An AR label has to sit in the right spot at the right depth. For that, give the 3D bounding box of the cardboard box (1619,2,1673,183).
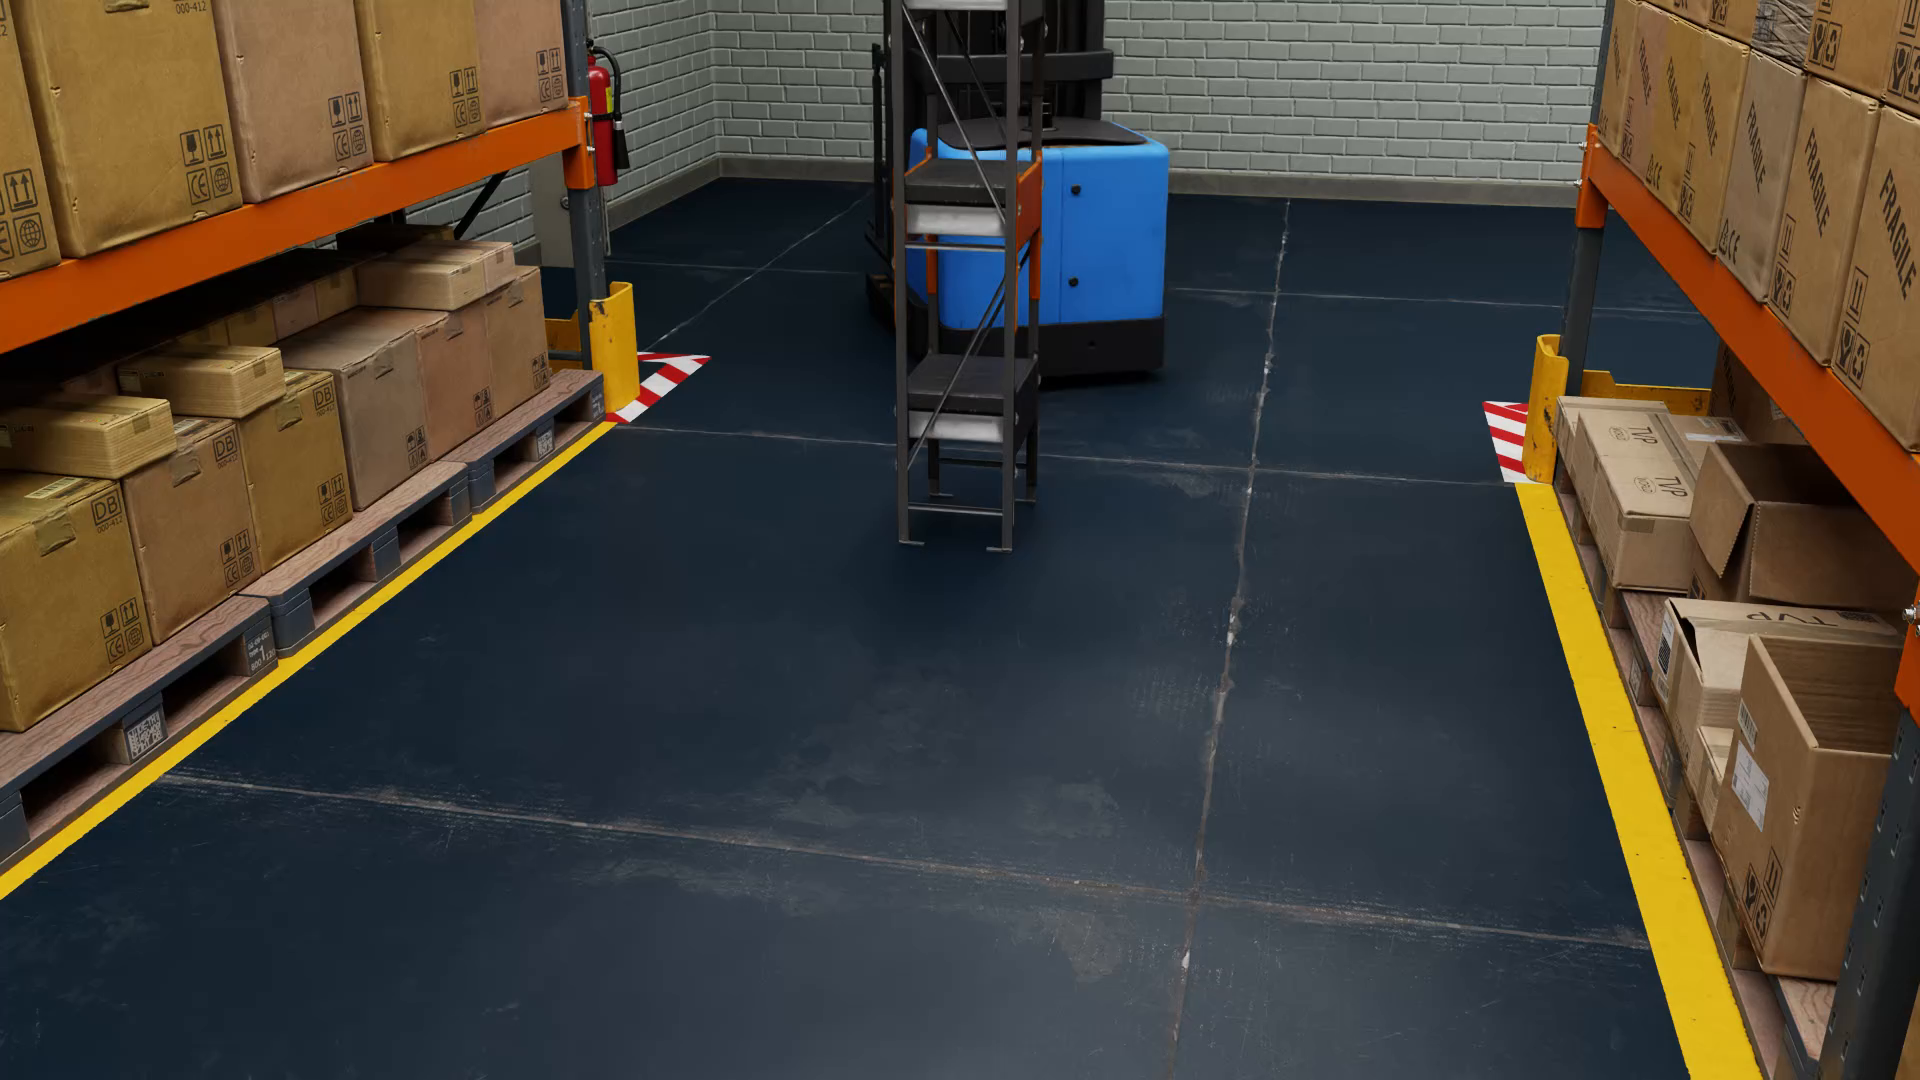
[{"bbox_3d":[2.364,-1.373,5.113,0.500,0.500,0.500,4,22,10],"label":"cardboard box"}]

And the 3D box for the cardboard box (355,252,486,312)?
[{"bbox_3d":[-1.981,-0.952,6.118,0.380,0.149,0.250,5,22,12],"label":"cardboard box"}]

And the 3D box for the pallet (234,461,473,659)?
[{"bbox_3d":[-2.375,0.003,5.564,1.003,0.211,1.213,4,22,11],"label":"pallet"}]

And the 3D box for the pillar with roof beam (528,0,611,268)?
[{"bbox_3d":[1.881,-5.542,7.568,9.100,9.000,0.400,4,22,11],"label":"pillar with roof beam"}]

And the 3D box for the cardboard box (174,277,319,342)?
[{"bbox_3d":[-2.458,-0.797,5.734,0.380,0.149,0.250,5,22,12],"label":"cardboard box"}]

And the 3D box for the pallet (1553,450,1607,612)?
[{"bbox_3d":[2.636,-0.044,5.682,1.003,0.211,1.213,4,22,11],"label":"pallet"}]

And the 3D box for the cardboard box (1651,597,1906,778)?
[{"bbox_3d":[1.988,0.344,3.994,0.500,0.311,0.500,4,22,11],"label":"cardboard box"}]

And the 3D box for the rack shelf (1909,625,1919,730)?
[{"bbox_3d":[1.589,0.870,0.640,1.077,0.370,4.000,4,22,11],"label":"rack shelf"}]

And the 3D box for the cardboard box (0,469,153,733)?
[{"bbox_3d":[-2.601,0.128,4.304,0.700,0.500,0.500,5,22,12],"label":"cardboard box"}]

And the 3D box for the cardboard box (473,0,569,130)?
[{"bbox_3d":[-2.132,-1.986,6.367,0.980,0.700,0.700,5,23,13],"label":"cardboard box"}]

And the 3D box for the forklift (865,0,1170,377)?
[{"bbox_3d":[0.113,-2.583,8.344,1.130,2.935,3.031,-5,22,-12],"label":"forklift"}]

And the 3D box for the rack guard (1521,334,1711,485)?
[{"bbox_3d":[2.797,-0.470,6.352,1.175,0.500,0.348,4,22,11],"label":"rack guard"}]

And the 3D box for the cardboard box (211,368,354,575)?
[{"bbox_3d":[-2.388,-0.243,5.225,0.700,0.500,0.500,5,22,12],"label":"cardboard box"}]

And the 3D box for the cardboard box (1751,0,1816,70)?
[{"bbox_3d":[2.051,-1.281,3.548,0.500,0.500,0.500,5,22,11],"label":"cardboard box"}]

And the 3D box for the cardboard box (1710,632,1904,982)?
[{"bbox_3d":[1.835,0.531,3.278,0.500,0.500,0.500,4,22,11],"label":"cardboard box"}]

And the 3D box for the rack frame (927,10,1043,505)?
[{"bbox_3d":[0.084,-1.124,5.833,0.400,2.100,0.015,4,22,11],"label":"rack frame"}]

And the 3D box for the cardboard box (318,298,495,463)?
[{"bbox_3d":[-2.184,-0.622,6.168,0.700,0.500,0.500,4,22,11],"label":"cardboard box"}]

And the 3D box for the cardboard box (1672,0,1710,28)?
[{"bbox_3d":[2.258,-1.651,4.466,0.500,0.500,0.500,5,22,12],"label":"cardboard box"}]

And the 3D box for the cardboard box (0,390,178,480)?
[{"bbox_3d":[-2.352,-0.284,4.459,0.380,0.149,0.250,5,23,13],"label":"cardboard box"}]

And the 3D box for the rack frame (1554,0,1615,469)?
[{"bbox_3d":[2.813,-1.658,5.954,1.000,3.000,0.127,4,22,11],"label":"rack frame"}]

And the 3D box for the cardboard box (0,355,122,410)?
[{"bbox_3d":[-2.666,-0.424,4.807,0.380,0.149,0.250,4,22,9],"label":"cardboard box"}]

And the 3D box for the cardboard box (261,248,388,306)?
[{"bbox_3d":[-2.355,-0.982,6.192,0.380,0.149,0.250,5,22,11],"label":"cardboard box"}]

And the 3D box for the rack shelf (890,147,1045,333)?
[{"bbox_3d":[0.034,-1.022,5.617,0.431,0.518,0.480,4,22,11],"label":"rack shelf"}]

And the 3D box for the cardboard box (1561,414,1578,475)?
[{"bbox_3d":[2.340,-0.329,5.859,0.380,0.166,0.250,4,22,11],"label":"cardboard box"}]

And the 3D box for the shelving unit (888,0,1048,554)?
[{"bbox_3d":[0.034,-1.035,5.612,0.431,2.100,0.503,4,22,11],"label":"shelving unit"}]

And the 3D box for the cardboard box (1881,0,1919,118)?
[{"bbox_3d":[1.847,-0.910,2.624,0.500,0.500,0.500,5,22,11],"label":"cardboard box"}]

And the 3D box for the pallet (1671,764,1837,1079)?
[{"bbox_3d":[2.138,0.848,3.466,1.003,0.211,1.213,4,22,11],"label":"pallet"}]

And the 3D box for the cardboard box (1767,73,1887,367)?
[{"bbox_3d":[1.951,-0.632,3.274,0.500,0.500,0.500,5,22,12],"label":"cardboard box"}]

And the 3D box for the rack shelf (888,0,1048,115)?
[{"bbox_3d":[0.034,-1.671,5.355,0.431,0.518,0.480,4,22,11],"label":"rack shelf"}]

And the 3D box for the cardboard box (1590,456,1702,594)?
[{"bbox_3d":[2.220,-0.043,5.037,0.500,0.250,0.500,4,22,11],"label":"cardboard box"}]

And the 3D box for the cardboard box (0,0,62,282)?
[{"bbox_3d":[-2.727,-0.907,3.689,0.980,0.700,0.700,5,22,12],"label":"cardboard box"}]

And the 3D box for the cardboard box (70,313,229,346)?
[{"bbox_3d":[-2.562,-0.611,5.271,0.380,0.149,0.250,4,22,10],"label":"cardboard box"}]

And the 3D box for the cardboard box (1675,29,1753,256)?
[{"bbox_3d":[2.155,-1.007,4.204,0.500,0.500,0.500,5,22,12],"label":"cardboard box"}]

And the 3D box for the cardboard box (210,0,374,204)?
[{"bbox_3d":[-2.434,-1.441,5.014,0.980,0.700,0.700,3,22,8],"label":"cardboard box"}]
